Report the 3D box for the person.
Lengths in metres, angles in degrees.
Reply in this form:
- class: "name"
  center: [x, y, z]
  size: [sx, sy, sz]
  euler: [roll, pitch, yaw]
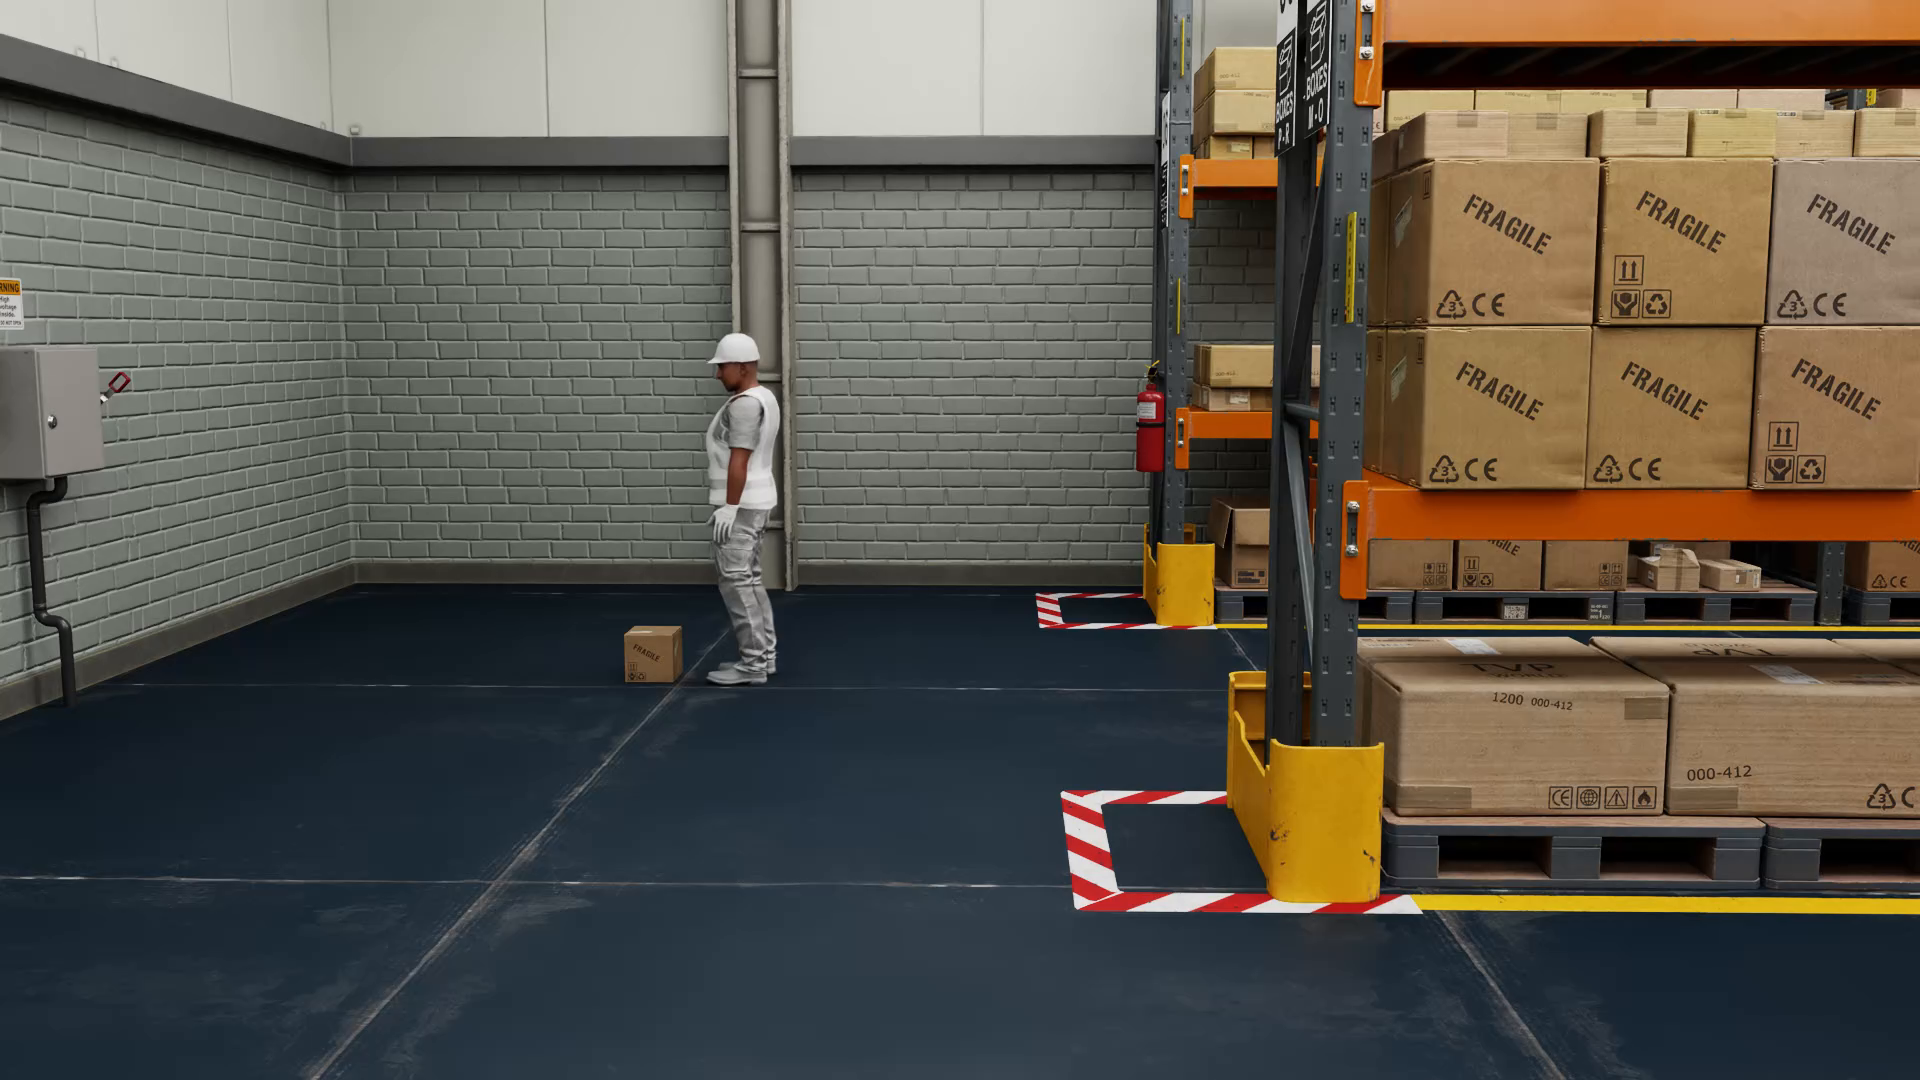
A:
- class: "person"
  center: [-1.110, -0.158, 8.489]
  size: [0.360, 1.777, 0.548]
  euler: [0, 7, 2]
